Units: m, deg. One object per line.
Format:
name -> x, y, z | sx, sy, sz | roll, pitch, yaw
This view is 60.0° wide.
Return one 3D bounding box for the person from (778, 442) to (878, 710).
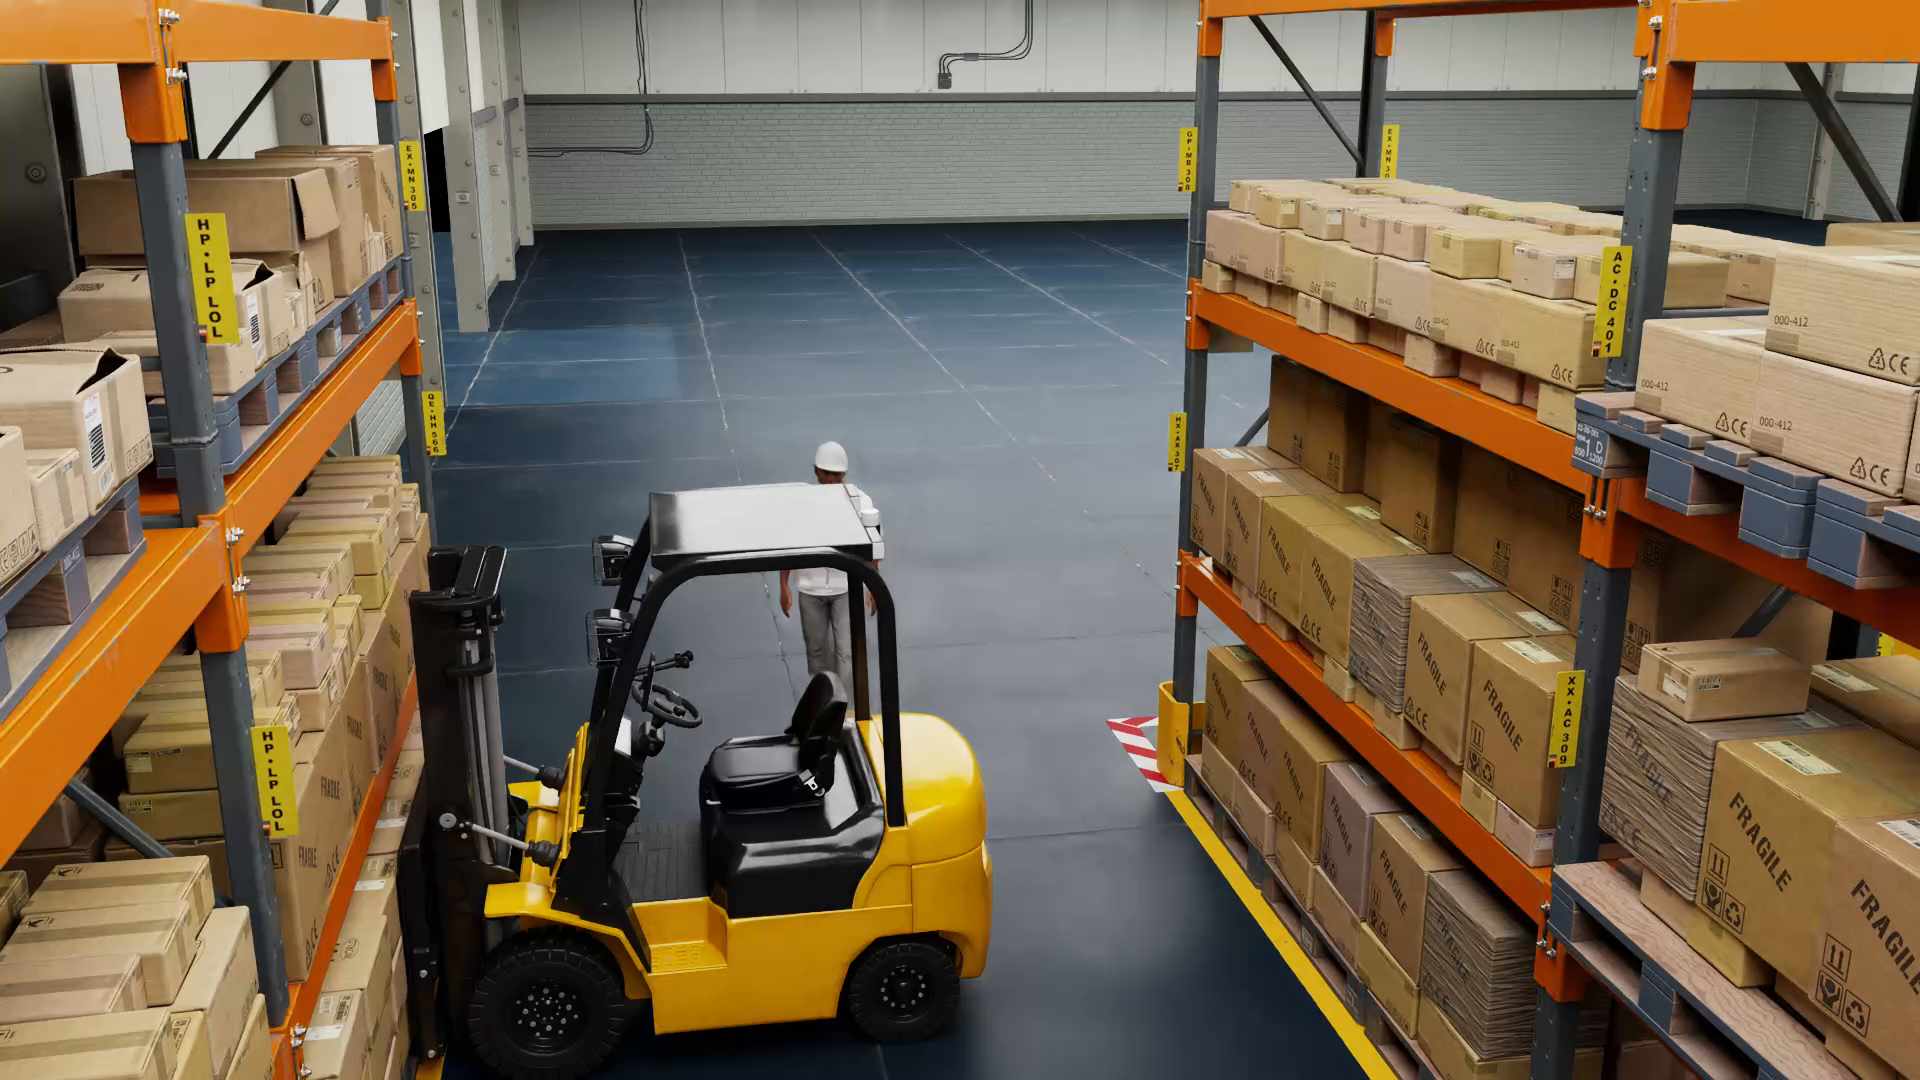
person -> -0.788, 0.299, 9.941 | 0.600, 1.775, 0.548 | 0, 16, 0
